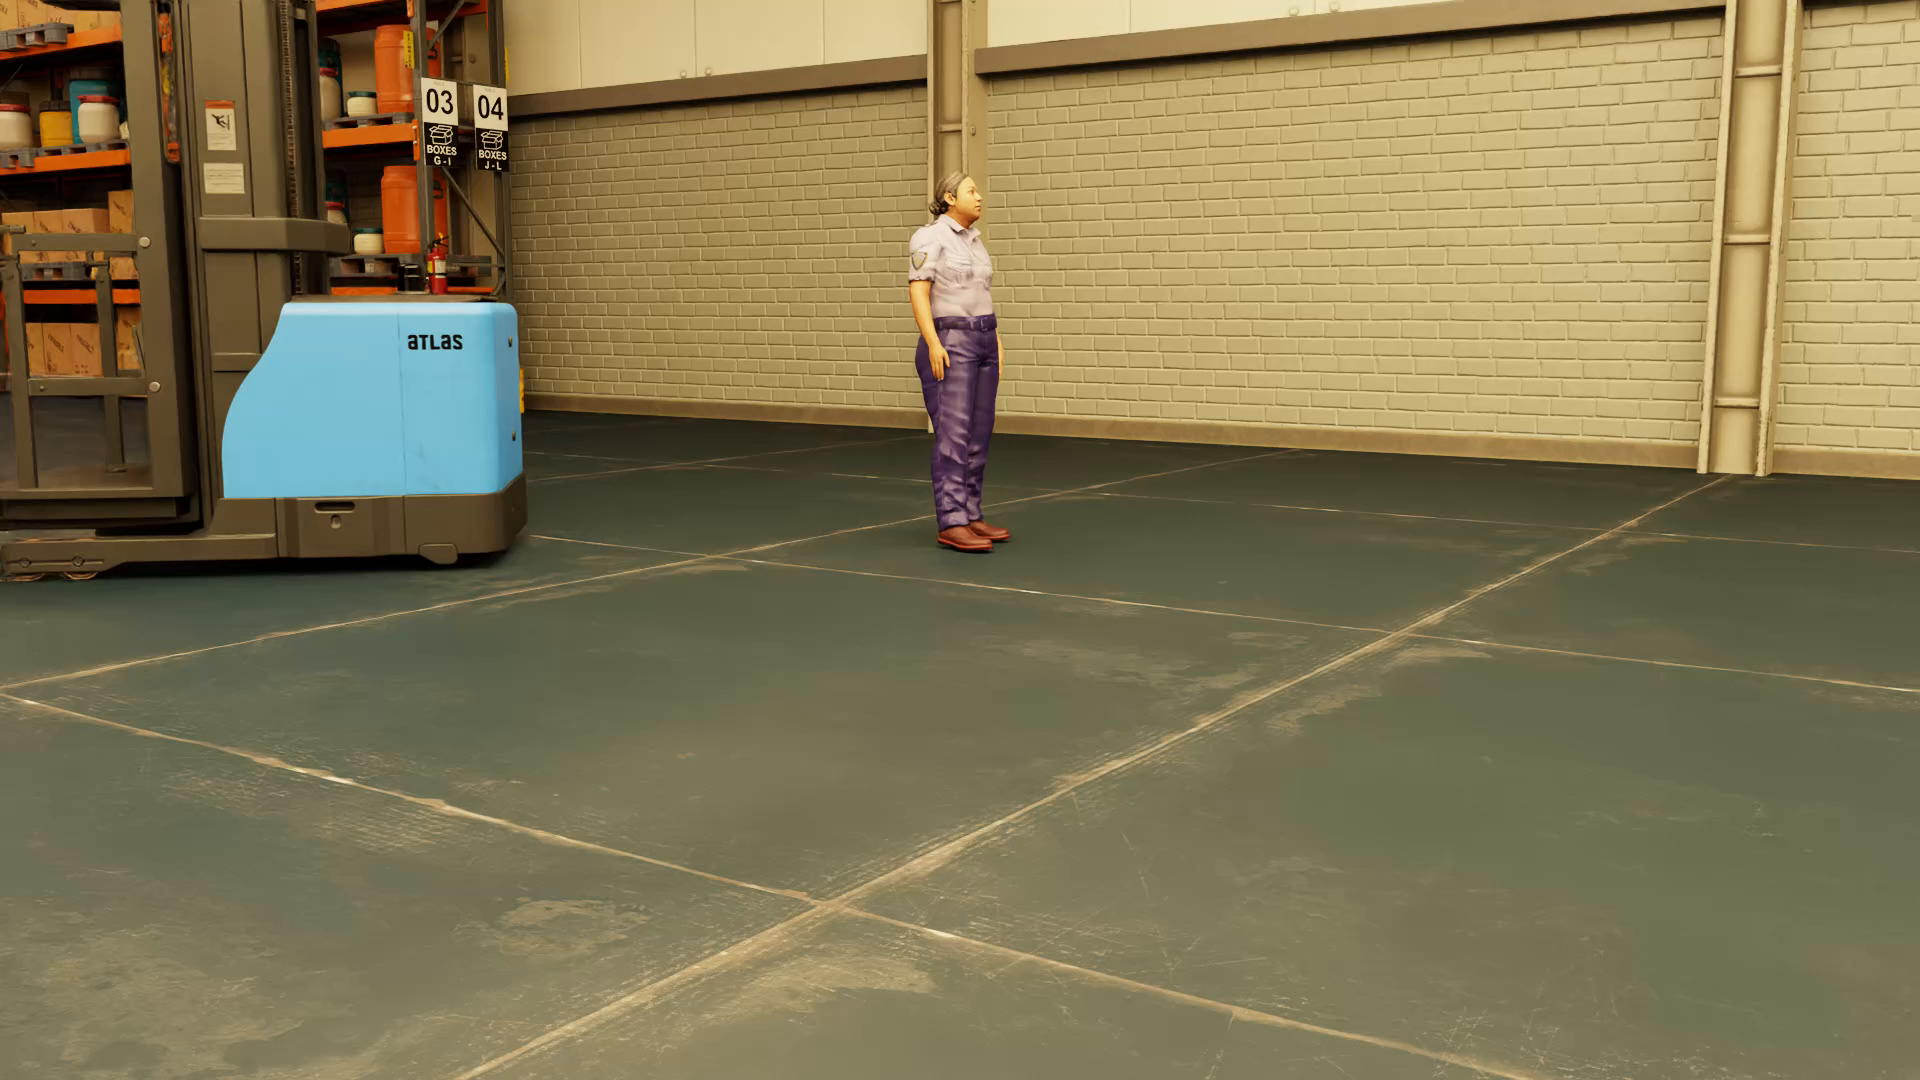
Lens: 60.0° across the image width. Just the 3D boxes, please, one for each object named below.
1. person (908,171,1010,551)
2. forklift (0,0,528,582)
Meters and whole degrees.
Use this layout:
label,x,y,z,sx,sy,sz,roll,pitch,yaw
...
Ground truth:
label,x,y,z,sx,sy,sz,roll,pitch,yaw
person,0.061,-0.814,7.418,0.503,1.651,0.598,5,10,34
forklift,-3.425,-1.369,6.821,3.031,2.935,1.130,-1,8,-9
